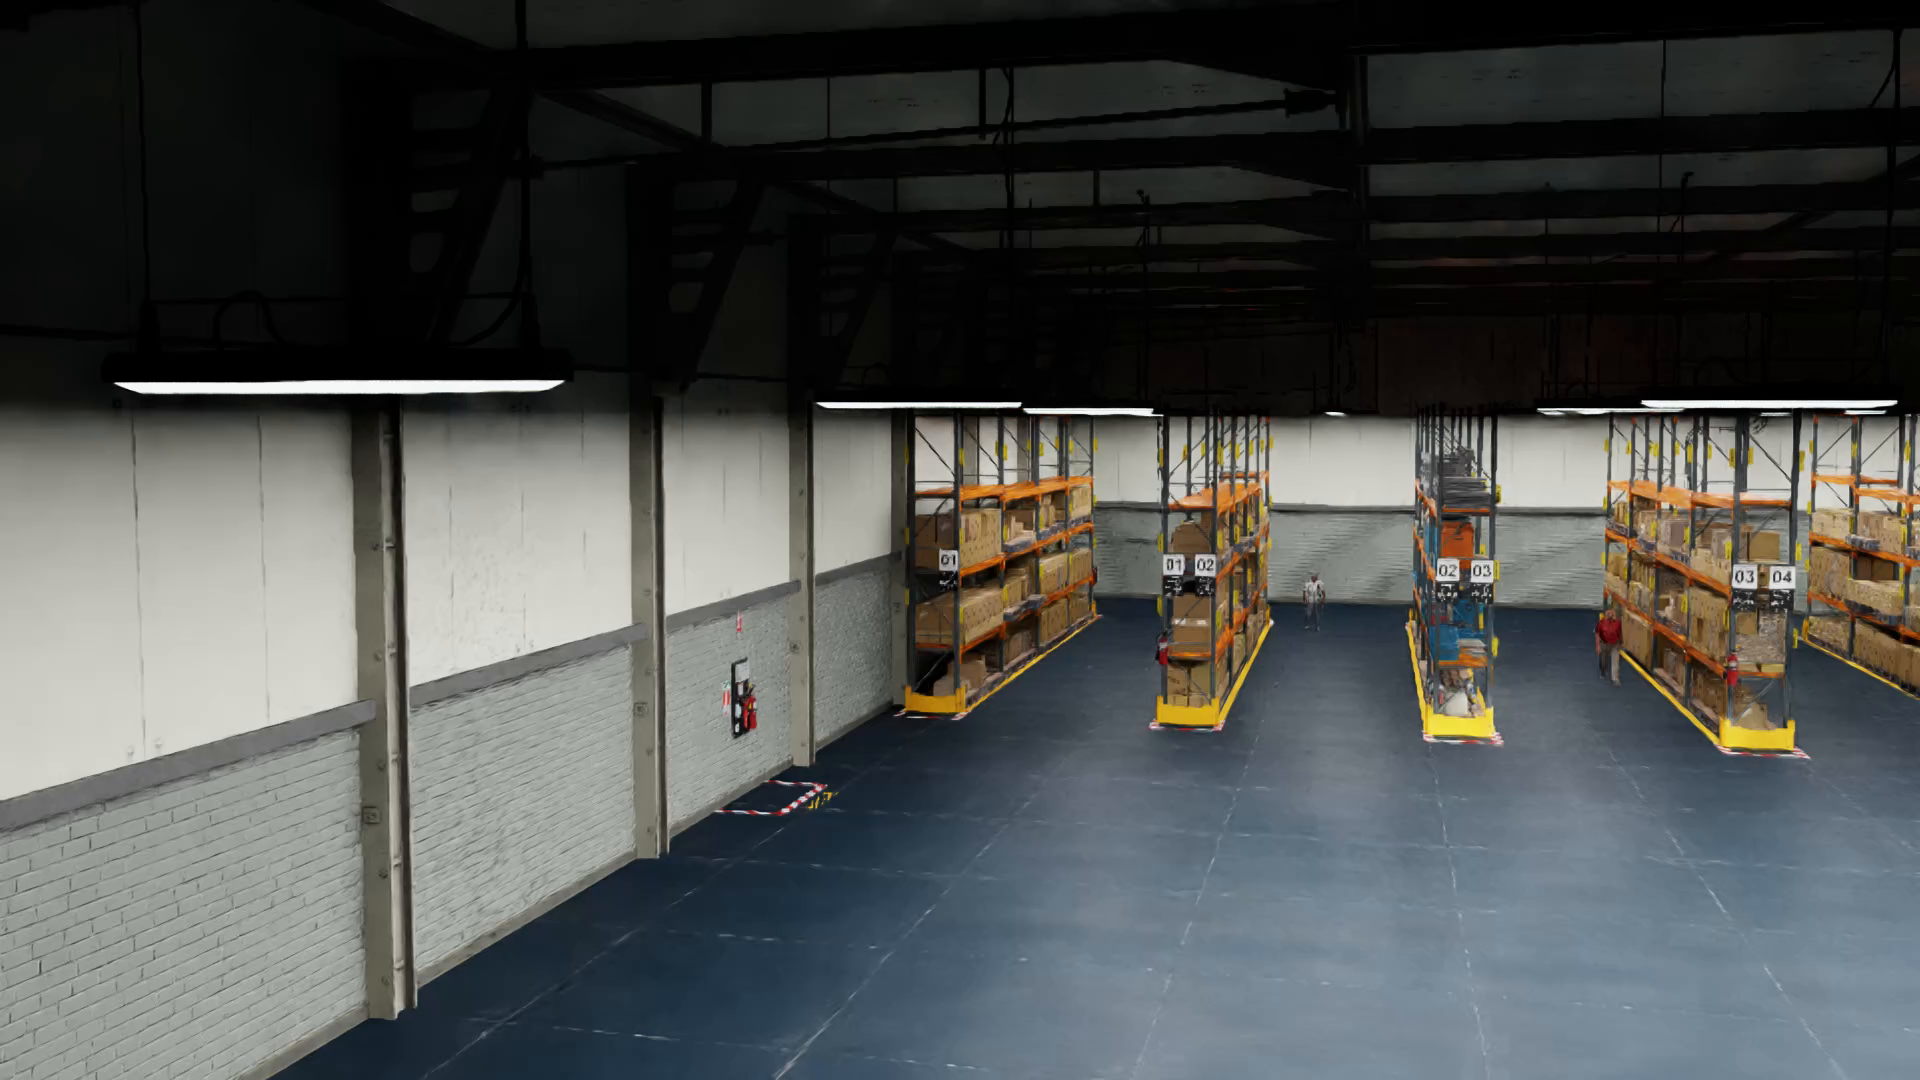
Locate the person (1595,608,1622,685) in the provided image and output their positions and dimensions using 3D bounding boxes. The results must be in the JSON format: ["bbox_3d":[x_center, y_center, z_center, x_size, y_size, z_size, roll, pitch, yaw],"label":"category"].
[{"bbox_3d":[13.983,2.273,35.859,0.542,1.645,1.126,1,4,16],"label":"person"}]

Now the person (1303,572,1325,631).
[{"bbox_3d":[9.561,1.646,44.944,0.592,1.629,0.532,1,4,11],"label":"person"}]
